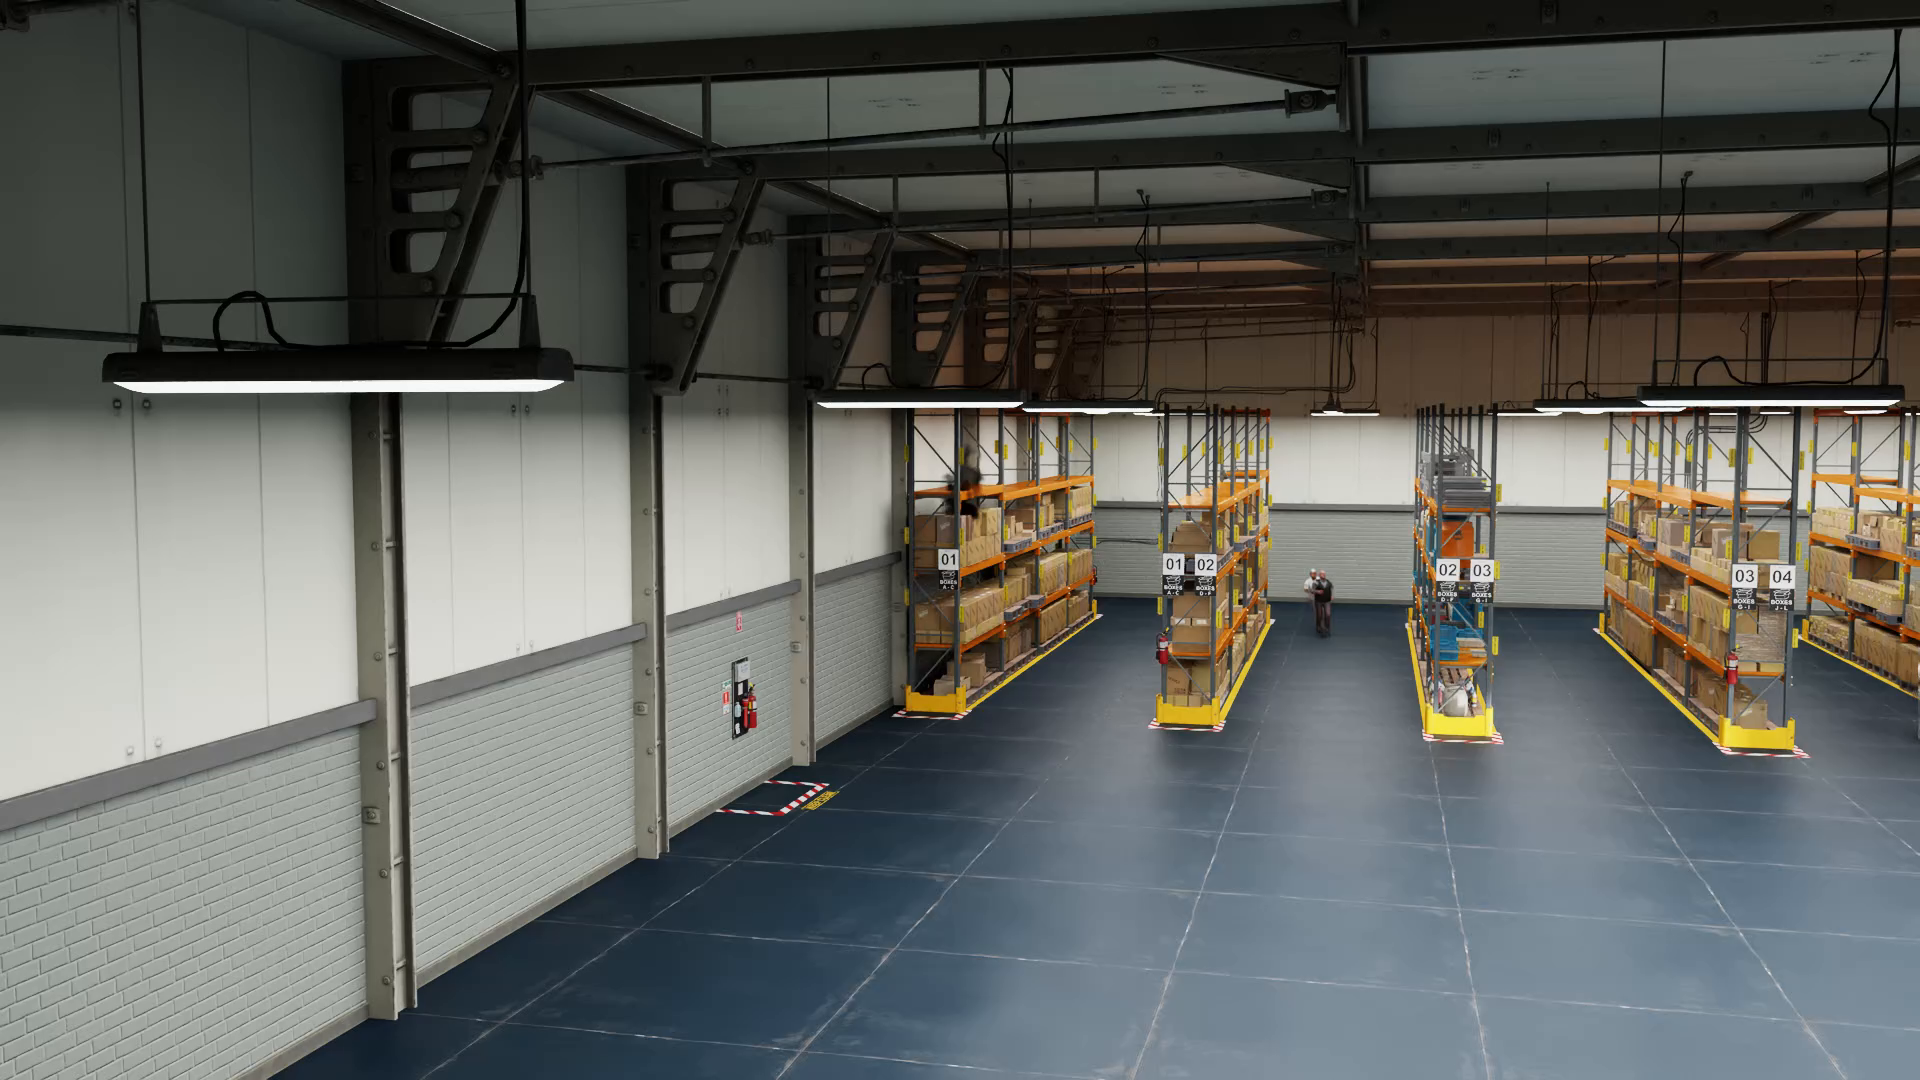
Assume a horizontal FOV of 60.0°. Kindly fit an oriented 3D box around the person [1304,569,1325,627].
[{"bbox_3d":[9.752,1.618,45.488,0.689,1.670,0.639,0,4,3],"label":"person"}]

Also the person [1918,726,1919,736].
[{"bbox_3d":[17.200,2.750,29.320,0.558,1.747,0.698,0,4,0],"label":"person"}]

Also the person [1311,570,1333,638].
[{"bbox_3d":[9.543,1.673,43.792,0.648,1.770,0.857,0,4,1],"label":"person"}]

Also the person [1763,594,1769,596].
[{"bbox_3d":[20.804,1.675,43.601,0.732,1.783,0.889,3,5,38],"label":"person"}]
